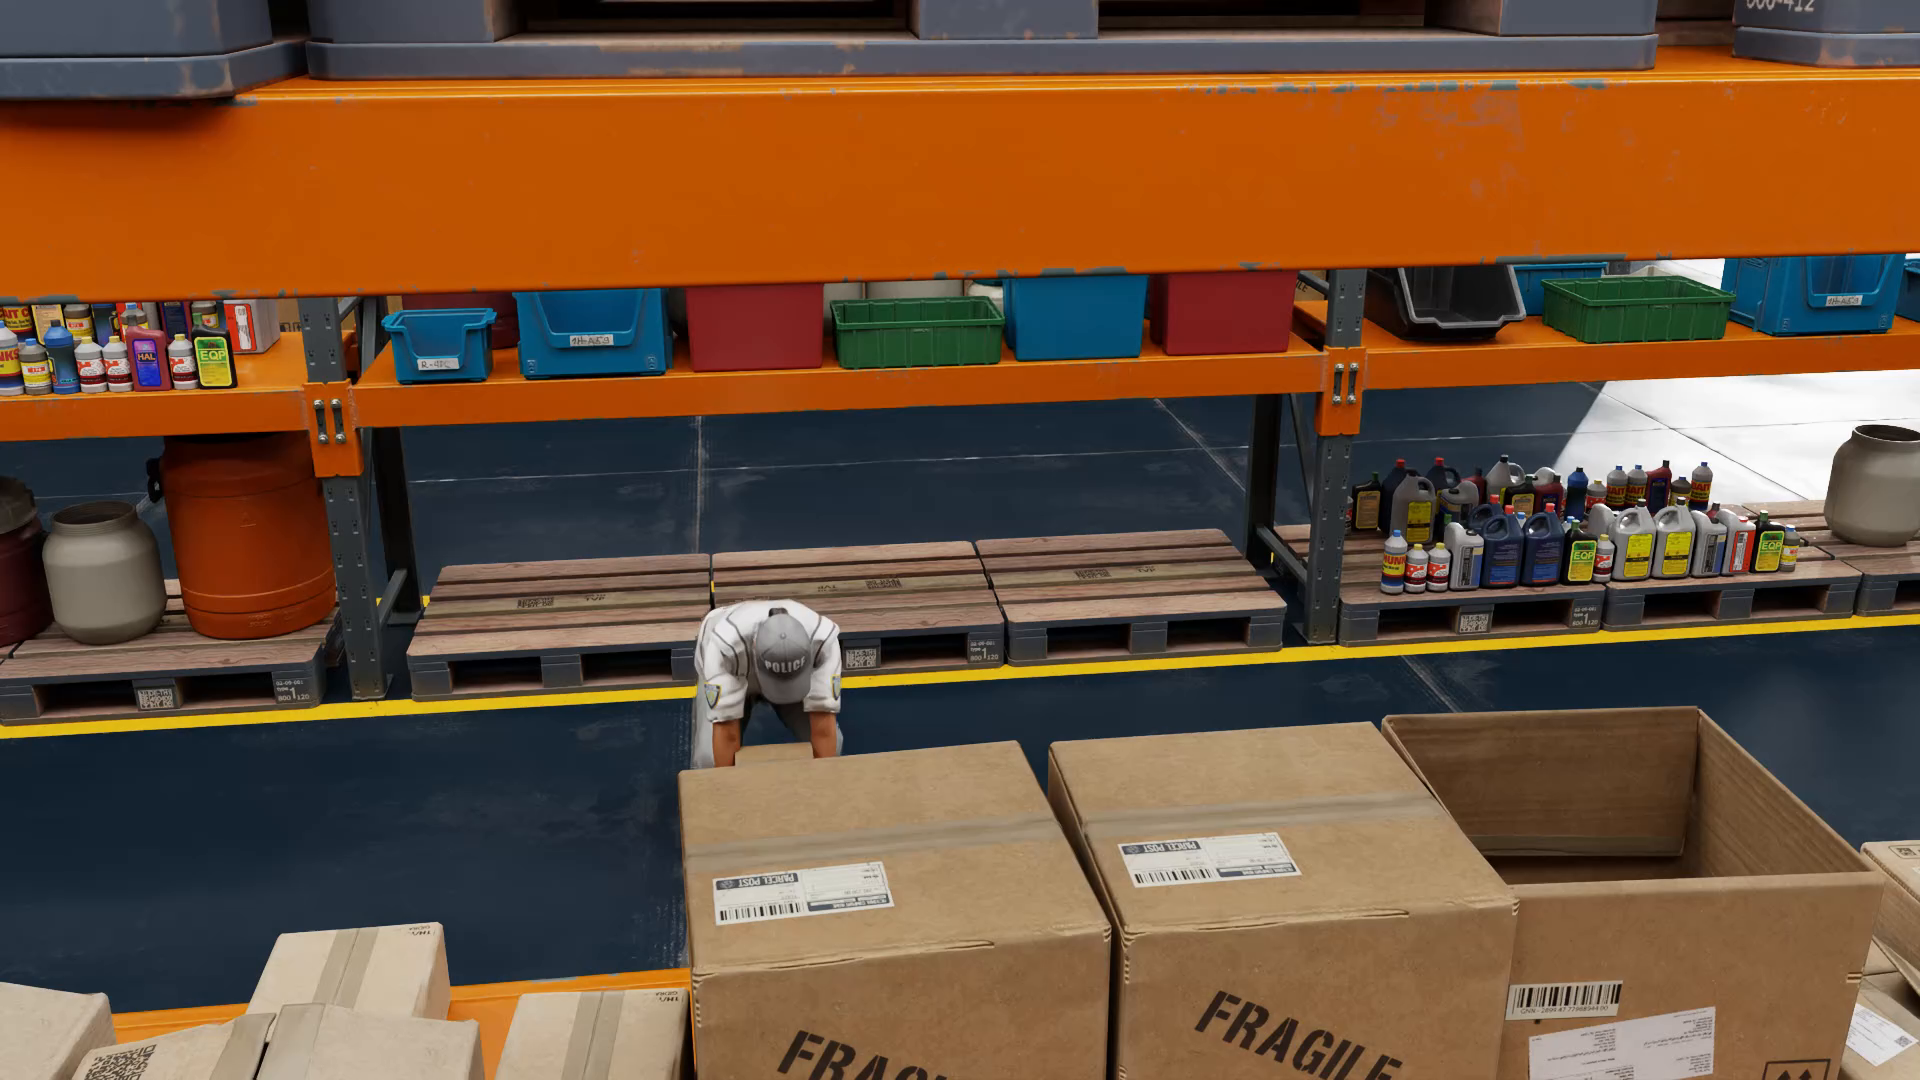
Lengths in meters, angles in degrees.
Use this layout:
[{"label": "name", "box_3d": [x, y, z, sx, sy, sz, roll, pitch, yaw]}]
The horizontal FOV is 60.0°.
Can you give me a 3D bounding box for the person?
[{"label": "person", "box_3d": [-0.651, 0.570, 5.575, 0.499, 0.947, 0.877, -3, 20, -9]}]
